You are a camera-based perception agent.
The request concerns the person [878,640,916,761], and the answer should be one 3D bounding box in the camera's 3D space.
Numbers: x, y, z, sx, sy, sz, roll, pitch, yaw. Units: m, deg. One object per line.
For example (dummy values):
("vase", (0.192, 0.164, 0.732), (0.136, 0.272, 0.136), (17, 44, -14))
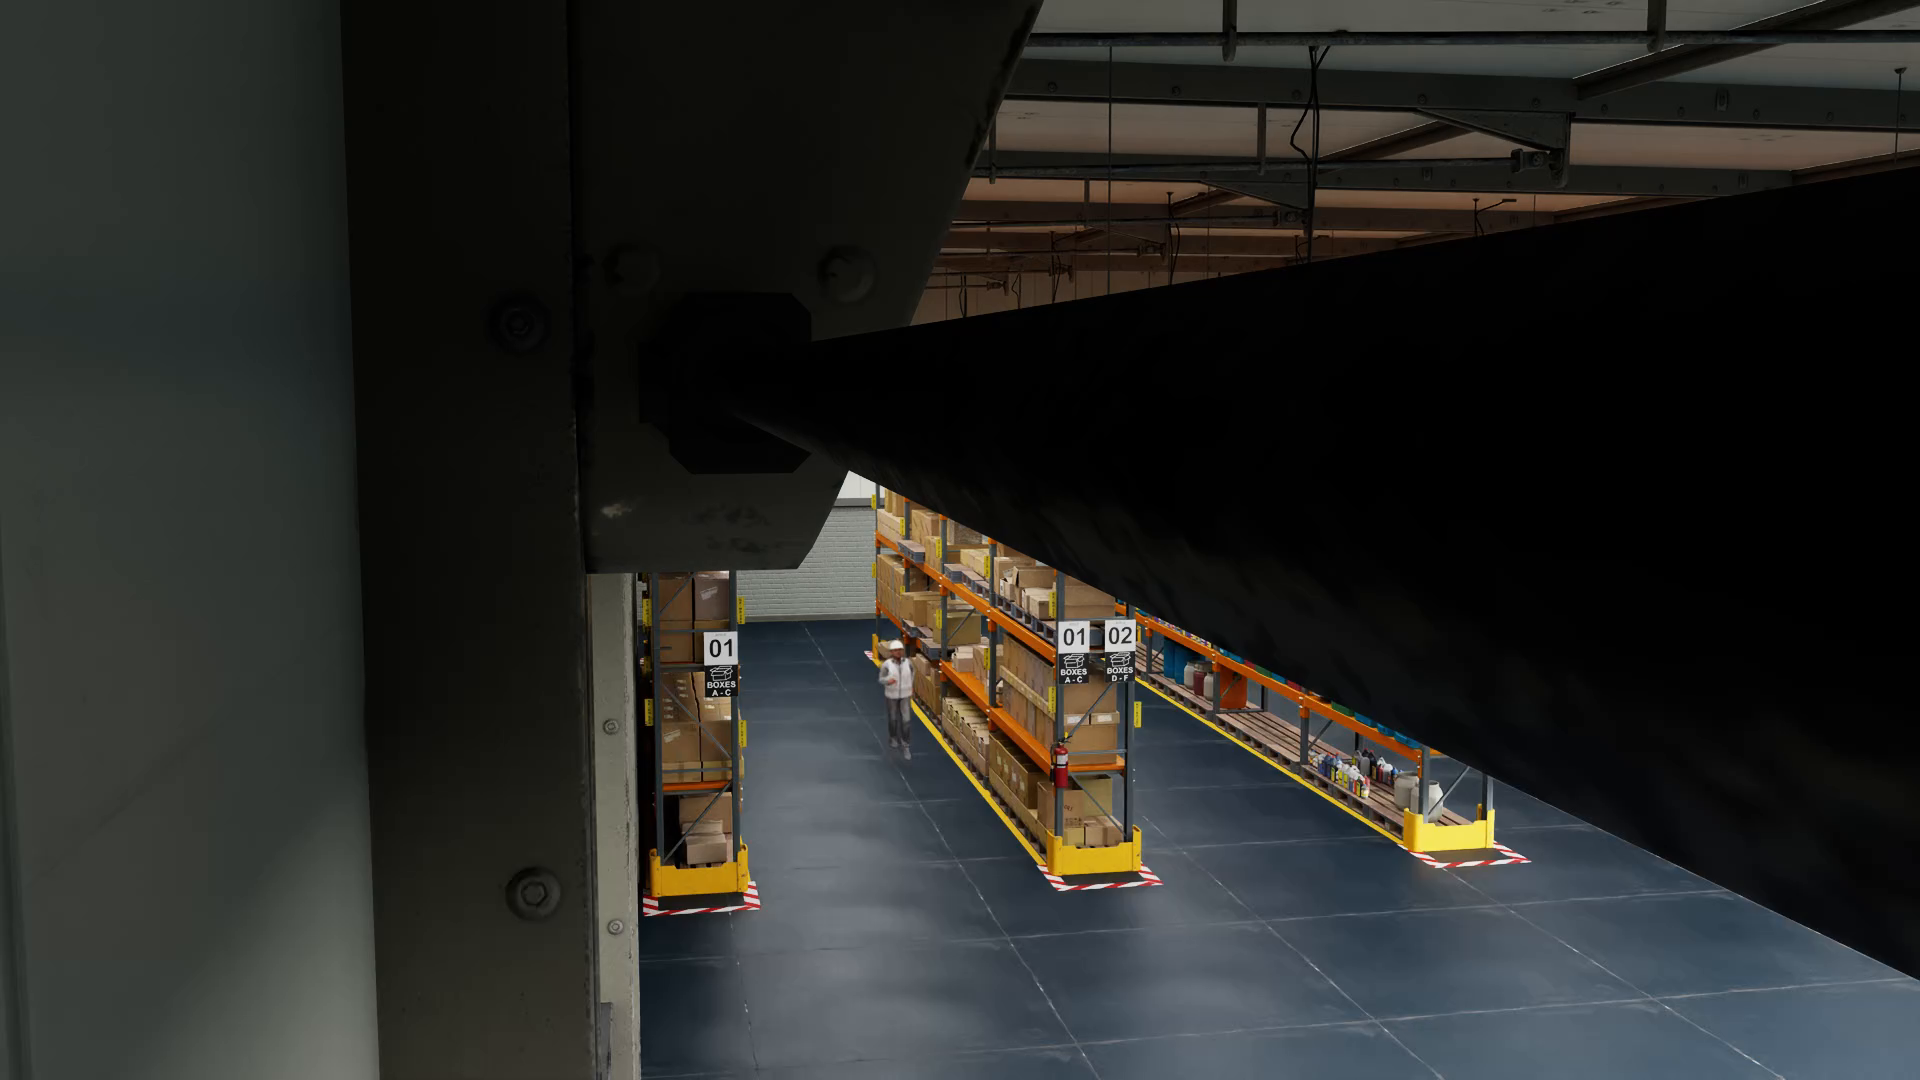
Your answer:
("person", (-0.982, 2.523, 26.348), (0.638, 1.878, 0.769), (-1, 6, -10))
